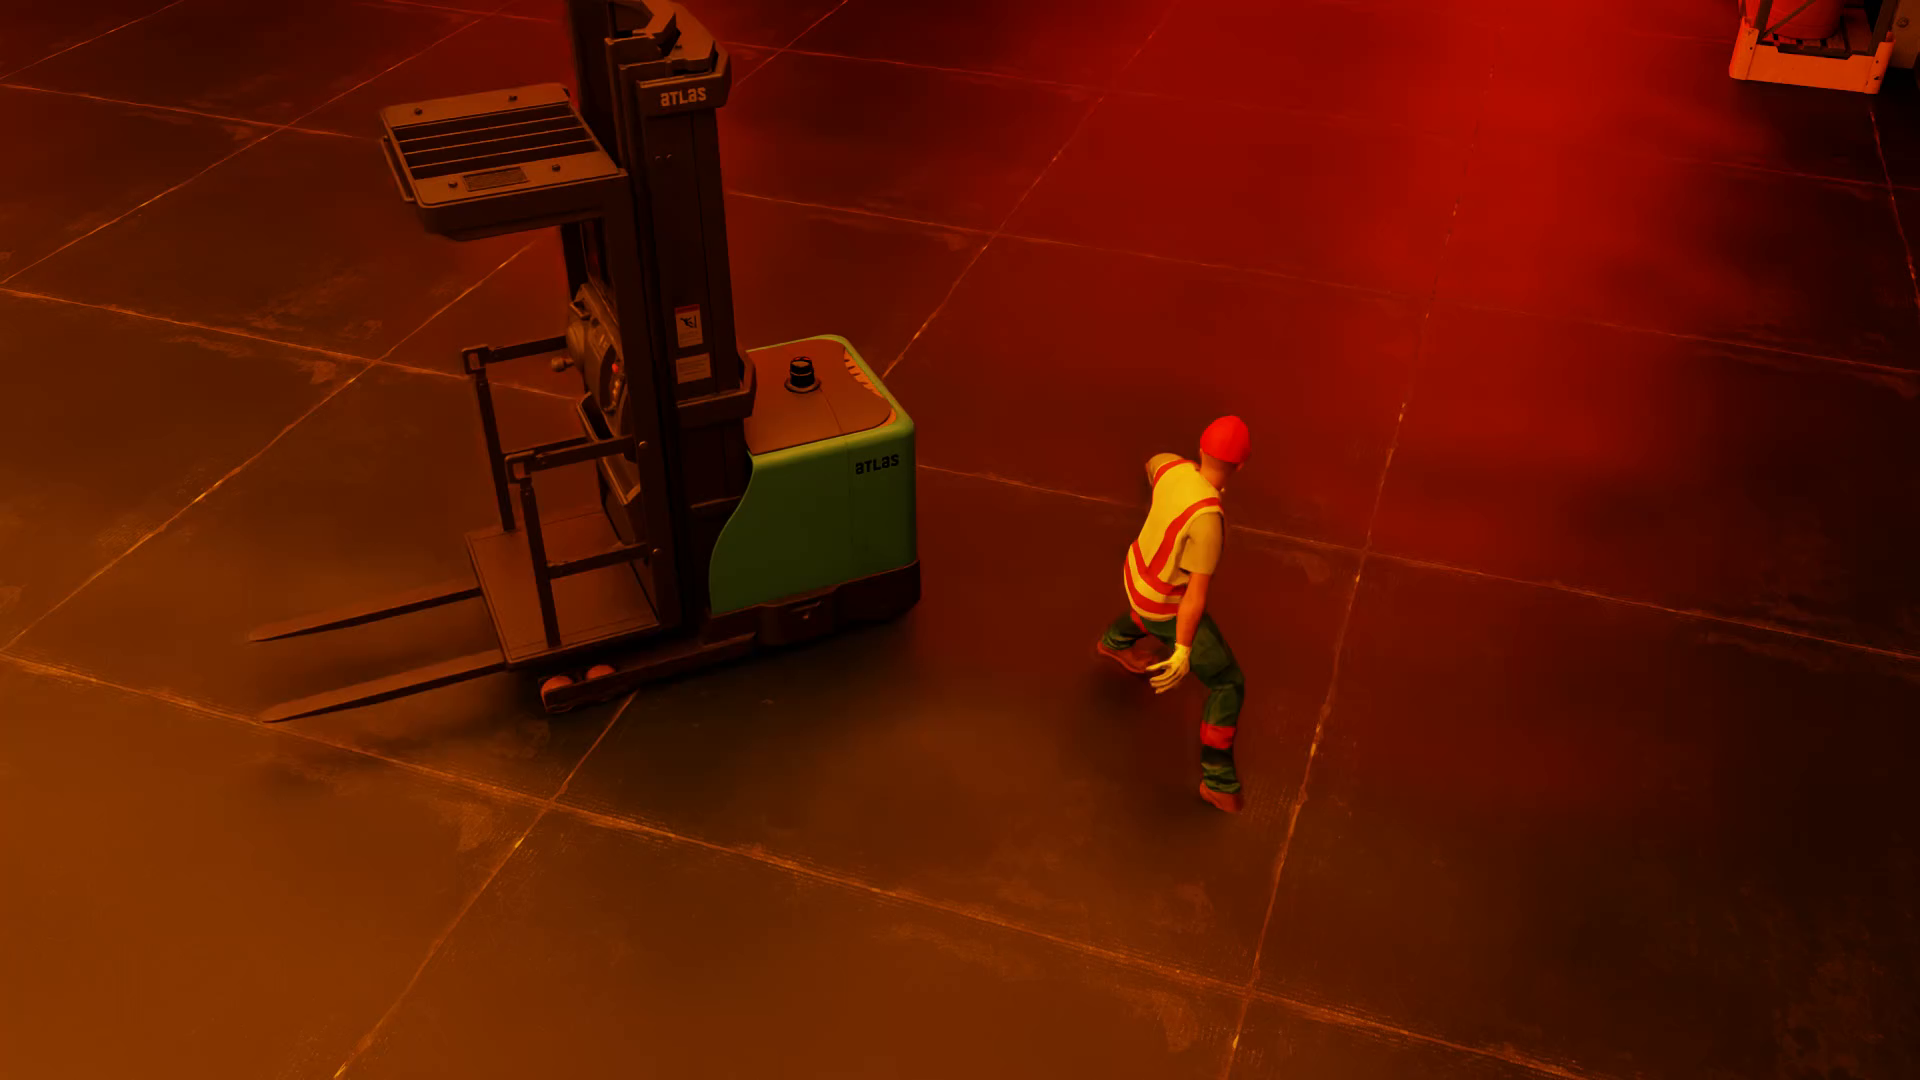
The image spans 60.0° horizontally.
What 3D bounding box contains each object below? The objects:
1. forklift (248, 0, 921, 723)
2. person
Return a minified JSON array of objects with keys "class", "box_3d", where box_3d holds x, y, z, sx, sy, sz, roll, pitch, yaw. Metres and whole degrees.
[{"class":"forklift","box_3d":[-1.755,-0.761,7.184,3.031,2.935,1.130,-14,38,-19]},{"class":"person","box_3d":[0.947,0.267,6.951,0.552,1.713,1.168,-3,35,-4]}]
